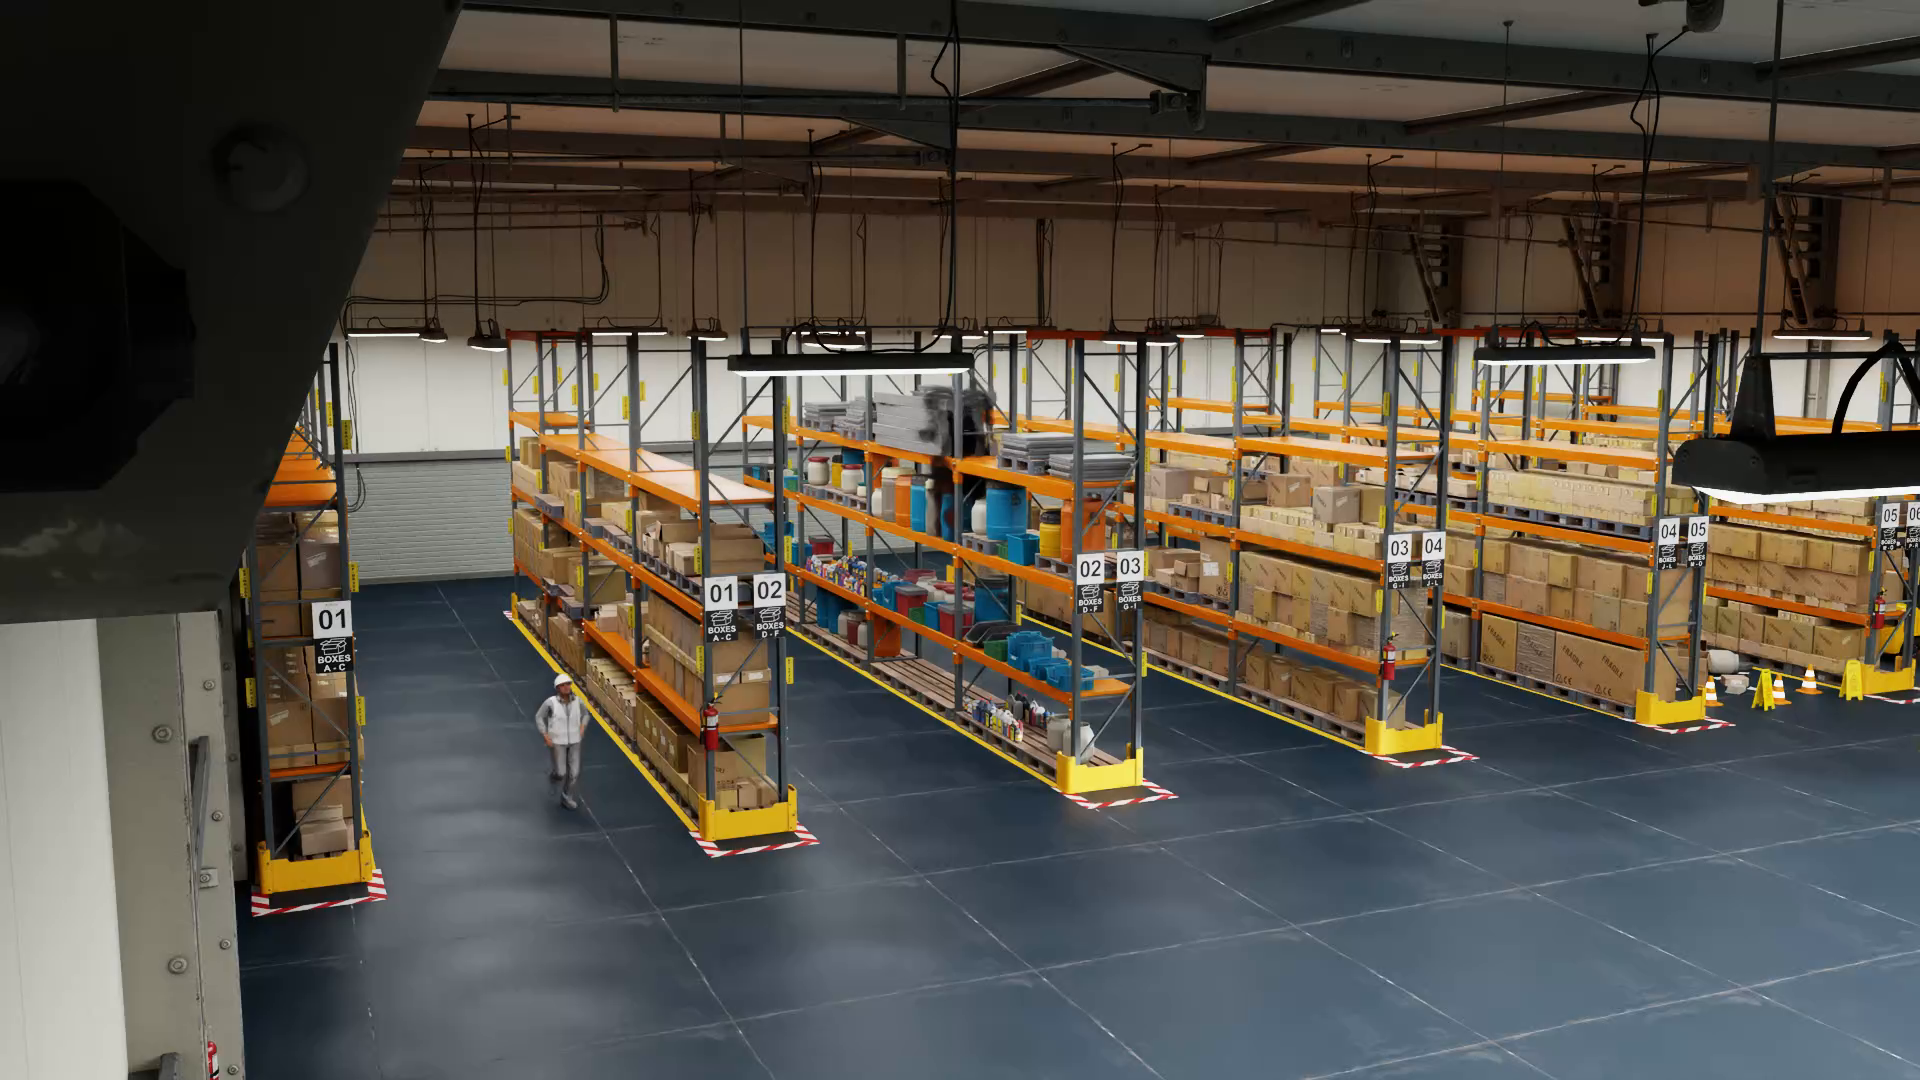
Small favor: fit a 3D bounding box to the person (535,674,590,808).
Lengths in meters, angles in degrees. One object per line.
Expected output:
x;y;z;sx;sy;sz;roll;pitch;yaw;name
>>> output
-5.071;2.583;21.369;0.688;1.739;0.593;-4;9;-29;person
